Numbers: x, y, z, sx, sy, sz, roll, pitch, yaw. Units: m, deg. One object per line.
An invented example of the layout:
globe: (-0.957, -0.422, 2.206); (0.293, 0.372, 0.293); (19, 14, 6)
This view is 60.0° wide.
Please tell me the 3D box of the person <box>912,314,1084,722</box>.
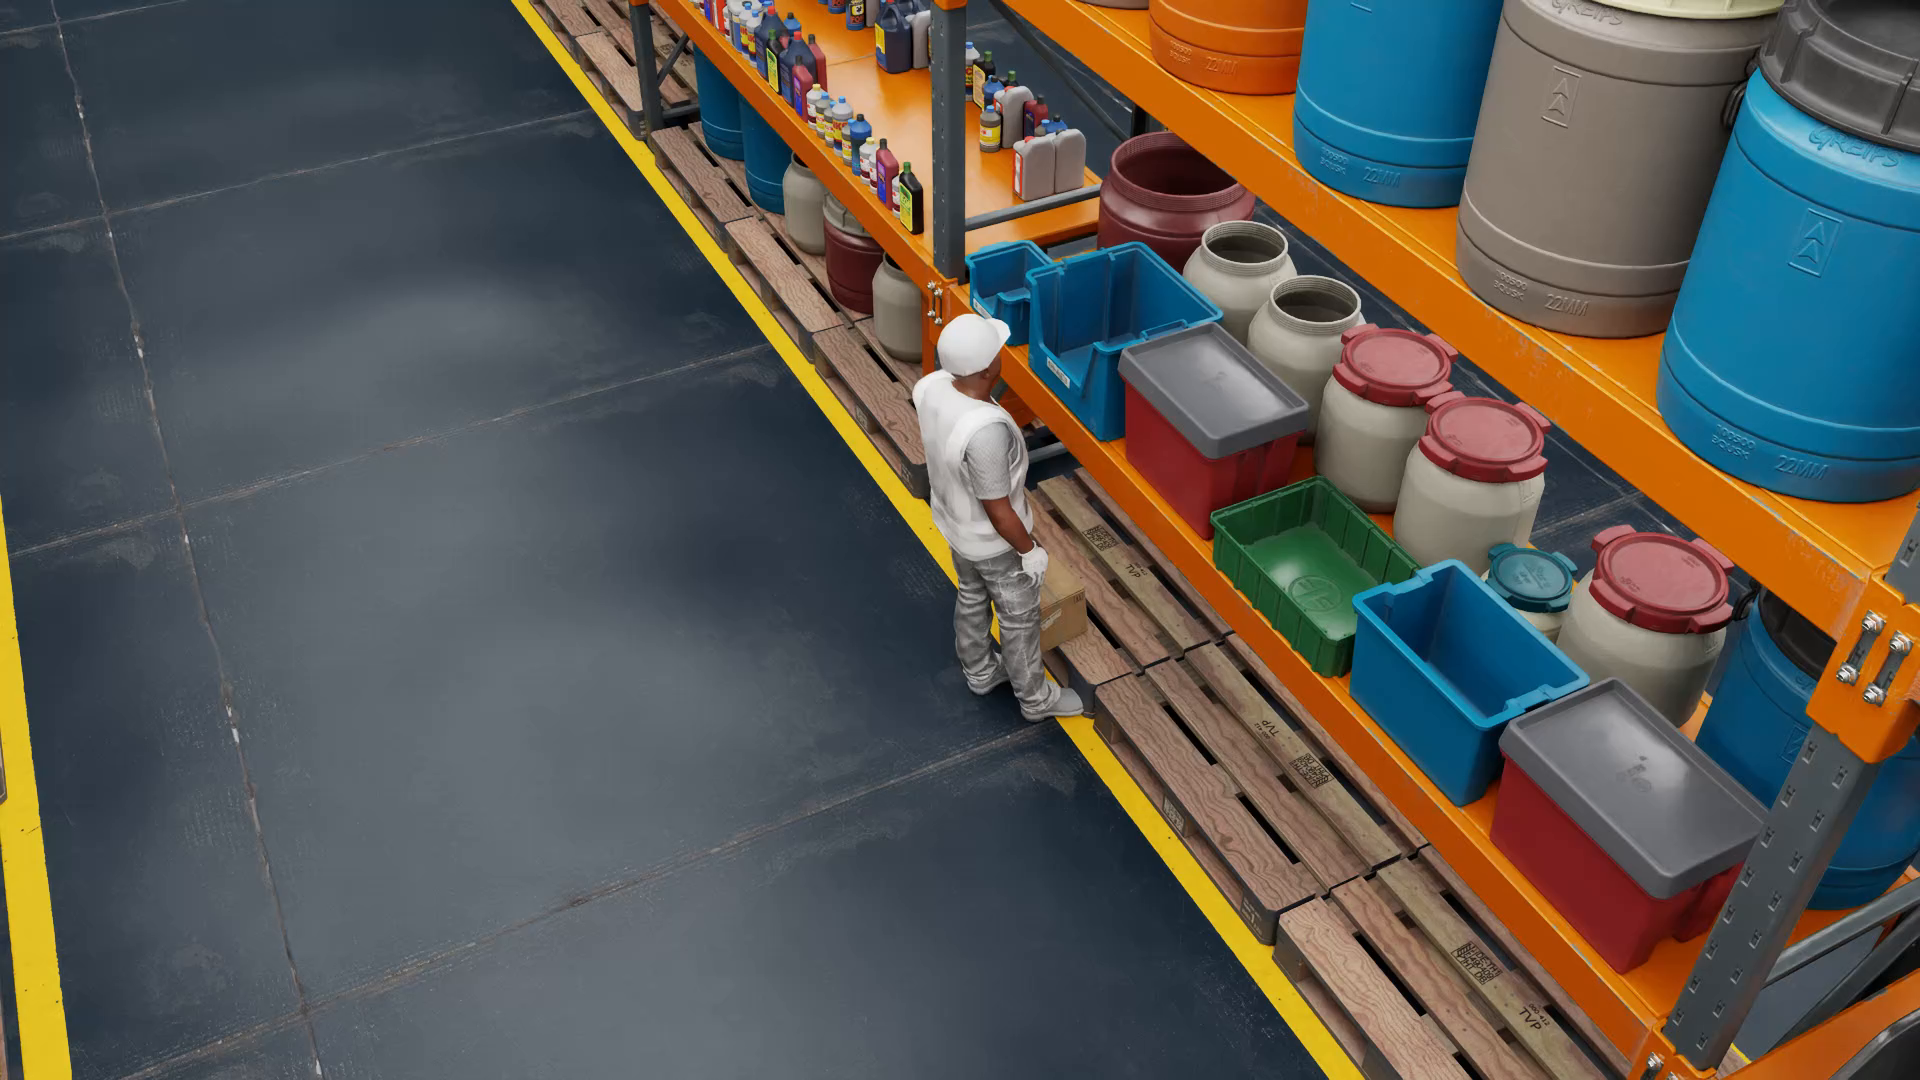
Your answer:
person: (0.163, -0.089, 6.231); (0.577, 1.783, 0.657); (-19, 44, -21)
